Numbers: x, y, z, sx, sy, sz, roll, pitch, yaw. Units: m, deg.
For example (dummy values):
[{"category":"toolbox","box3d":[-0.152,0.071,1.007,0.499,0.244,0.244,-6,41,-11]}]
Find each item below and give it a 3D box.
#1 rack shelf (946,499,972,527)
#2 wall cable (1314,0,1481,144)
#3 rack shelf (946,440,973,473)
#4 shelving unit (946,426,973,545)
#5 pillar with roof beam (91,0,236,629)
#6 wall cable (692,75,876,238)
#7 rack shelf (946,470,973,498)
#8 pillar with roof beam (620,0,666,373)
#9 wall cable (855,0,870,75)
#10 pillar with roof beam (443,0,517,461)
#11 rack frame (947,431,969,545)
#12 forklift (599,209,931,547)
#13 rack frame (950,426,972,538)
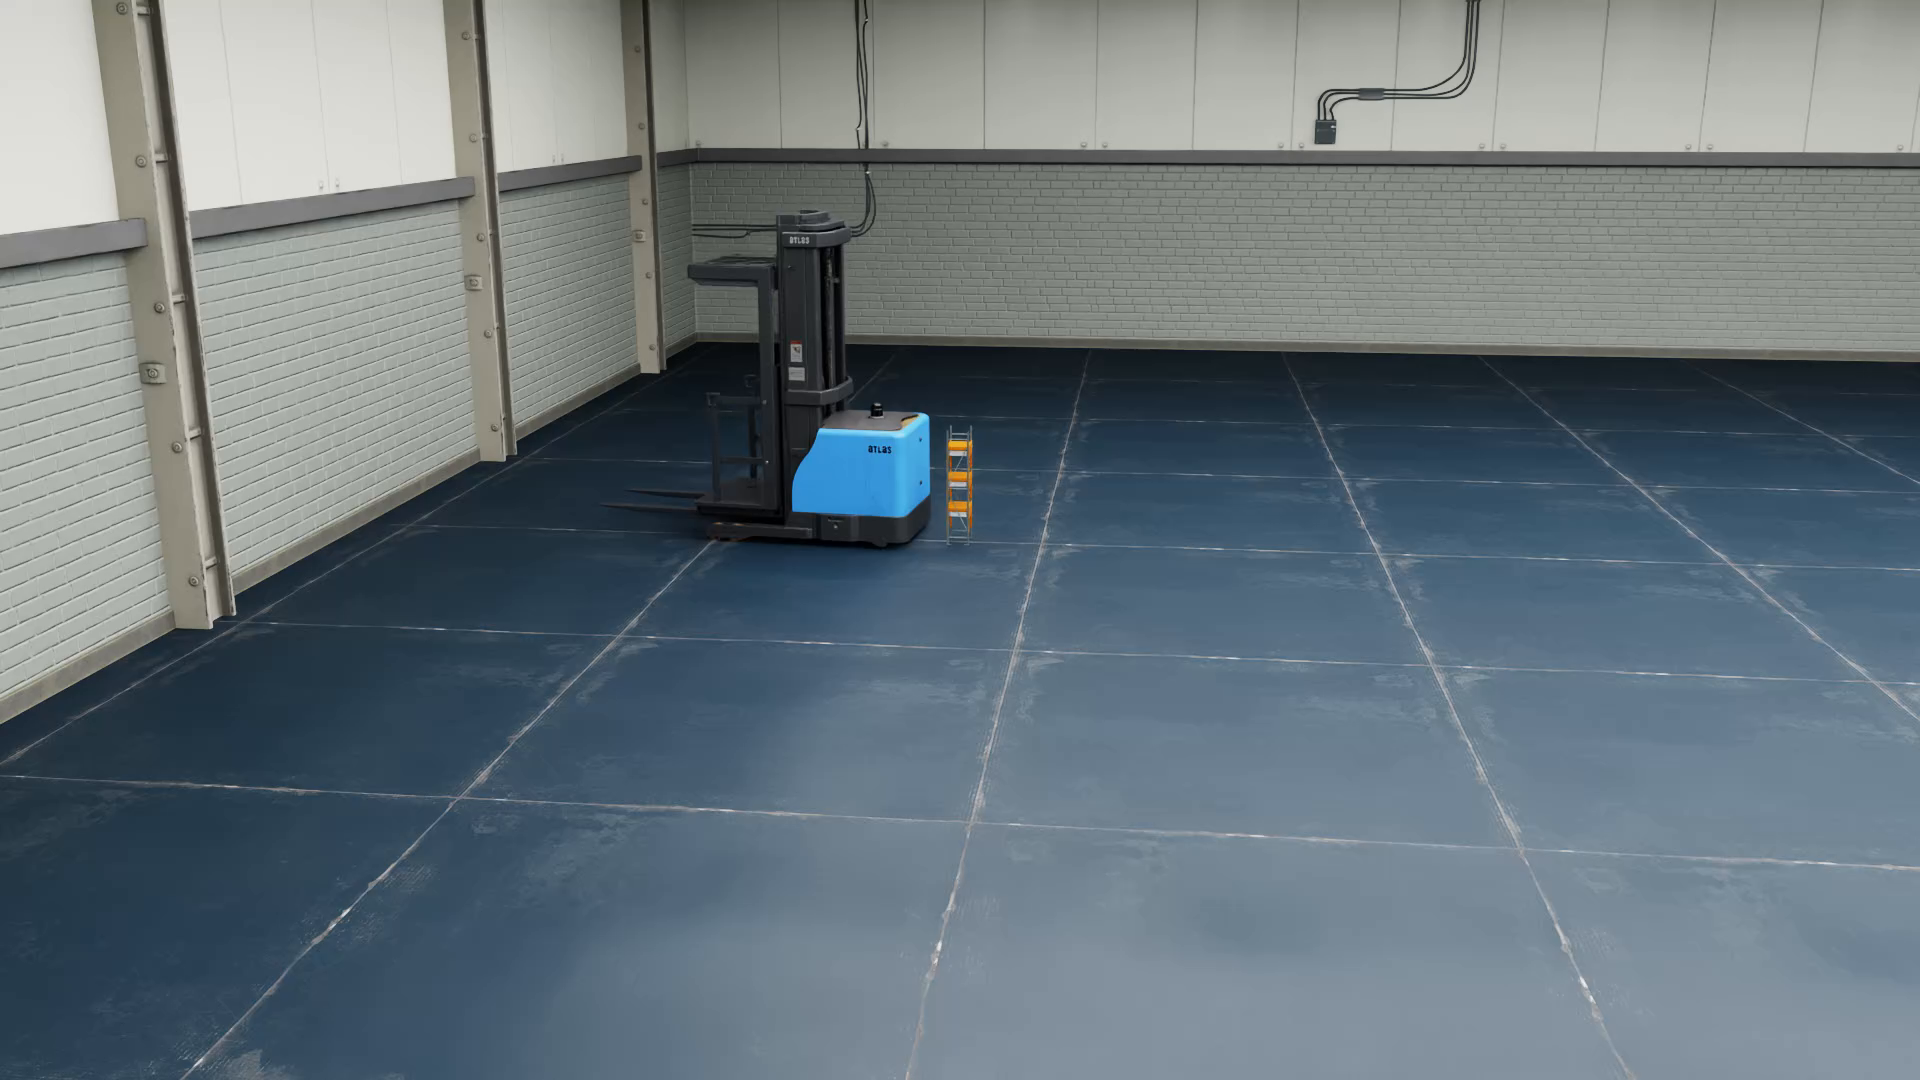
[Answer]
[{"category":"rack shelf","box3d":[-0.006,-0.214,15.137,0.215,0.259,0.240,2,15,6]},{"category":"wall cable","box3d":[6.558,-8.912,24.454,2.305,6.003,0.169,2,15,6]},{"category":"rack shelf","box3d":[-0.006,-0.757,14.990,0.215,0.259,0.240,2,15,6]},{"category":"shelving unit","box3d":[-0.006,-0.493,15.062,0.215,1.050,0.252,2,15,6]},{"category":"pillar with roof beam","box3d":[-1.596,-3.590,11.287,9.100,9.000,0.400,2,15,6]},{"category":"wall cable","box3d":[-2.874,-6.055,26.353,3.097,2.526,0.112,2,15,6]},{"category":"rack shelf","box3d":[-0.006,-0.483,15.064,0.215,0.259,0.240,2,15,6]},{"category":"pillar with roof beam","box3d":[-0.242,-6.702,22.797,9.100,9.000,0.400,2,15,6]},{"category":"wall cable","box3d":[-0.185,-8.414,25.399,3.097,2.526,0.112,2,15,6]},{"category":"pillar with roof beam","box3d":[-0.919,-5.146,17.042,9.100,9.000,0.400,2,15,6]},{"category":"rack frame","box3d":[-0.020,-0.461,14.945,0.200,1.050,0.008,2,15,6]},{"category":"forklift","box3d":[-1.845,-1.530,15.293,3.031,2.935,1.130,3,15,12]},{"category":"rack frame","box3d":[0.008,-0.525,15.179,0.200,1.050,0.008,2,15,6]}]
